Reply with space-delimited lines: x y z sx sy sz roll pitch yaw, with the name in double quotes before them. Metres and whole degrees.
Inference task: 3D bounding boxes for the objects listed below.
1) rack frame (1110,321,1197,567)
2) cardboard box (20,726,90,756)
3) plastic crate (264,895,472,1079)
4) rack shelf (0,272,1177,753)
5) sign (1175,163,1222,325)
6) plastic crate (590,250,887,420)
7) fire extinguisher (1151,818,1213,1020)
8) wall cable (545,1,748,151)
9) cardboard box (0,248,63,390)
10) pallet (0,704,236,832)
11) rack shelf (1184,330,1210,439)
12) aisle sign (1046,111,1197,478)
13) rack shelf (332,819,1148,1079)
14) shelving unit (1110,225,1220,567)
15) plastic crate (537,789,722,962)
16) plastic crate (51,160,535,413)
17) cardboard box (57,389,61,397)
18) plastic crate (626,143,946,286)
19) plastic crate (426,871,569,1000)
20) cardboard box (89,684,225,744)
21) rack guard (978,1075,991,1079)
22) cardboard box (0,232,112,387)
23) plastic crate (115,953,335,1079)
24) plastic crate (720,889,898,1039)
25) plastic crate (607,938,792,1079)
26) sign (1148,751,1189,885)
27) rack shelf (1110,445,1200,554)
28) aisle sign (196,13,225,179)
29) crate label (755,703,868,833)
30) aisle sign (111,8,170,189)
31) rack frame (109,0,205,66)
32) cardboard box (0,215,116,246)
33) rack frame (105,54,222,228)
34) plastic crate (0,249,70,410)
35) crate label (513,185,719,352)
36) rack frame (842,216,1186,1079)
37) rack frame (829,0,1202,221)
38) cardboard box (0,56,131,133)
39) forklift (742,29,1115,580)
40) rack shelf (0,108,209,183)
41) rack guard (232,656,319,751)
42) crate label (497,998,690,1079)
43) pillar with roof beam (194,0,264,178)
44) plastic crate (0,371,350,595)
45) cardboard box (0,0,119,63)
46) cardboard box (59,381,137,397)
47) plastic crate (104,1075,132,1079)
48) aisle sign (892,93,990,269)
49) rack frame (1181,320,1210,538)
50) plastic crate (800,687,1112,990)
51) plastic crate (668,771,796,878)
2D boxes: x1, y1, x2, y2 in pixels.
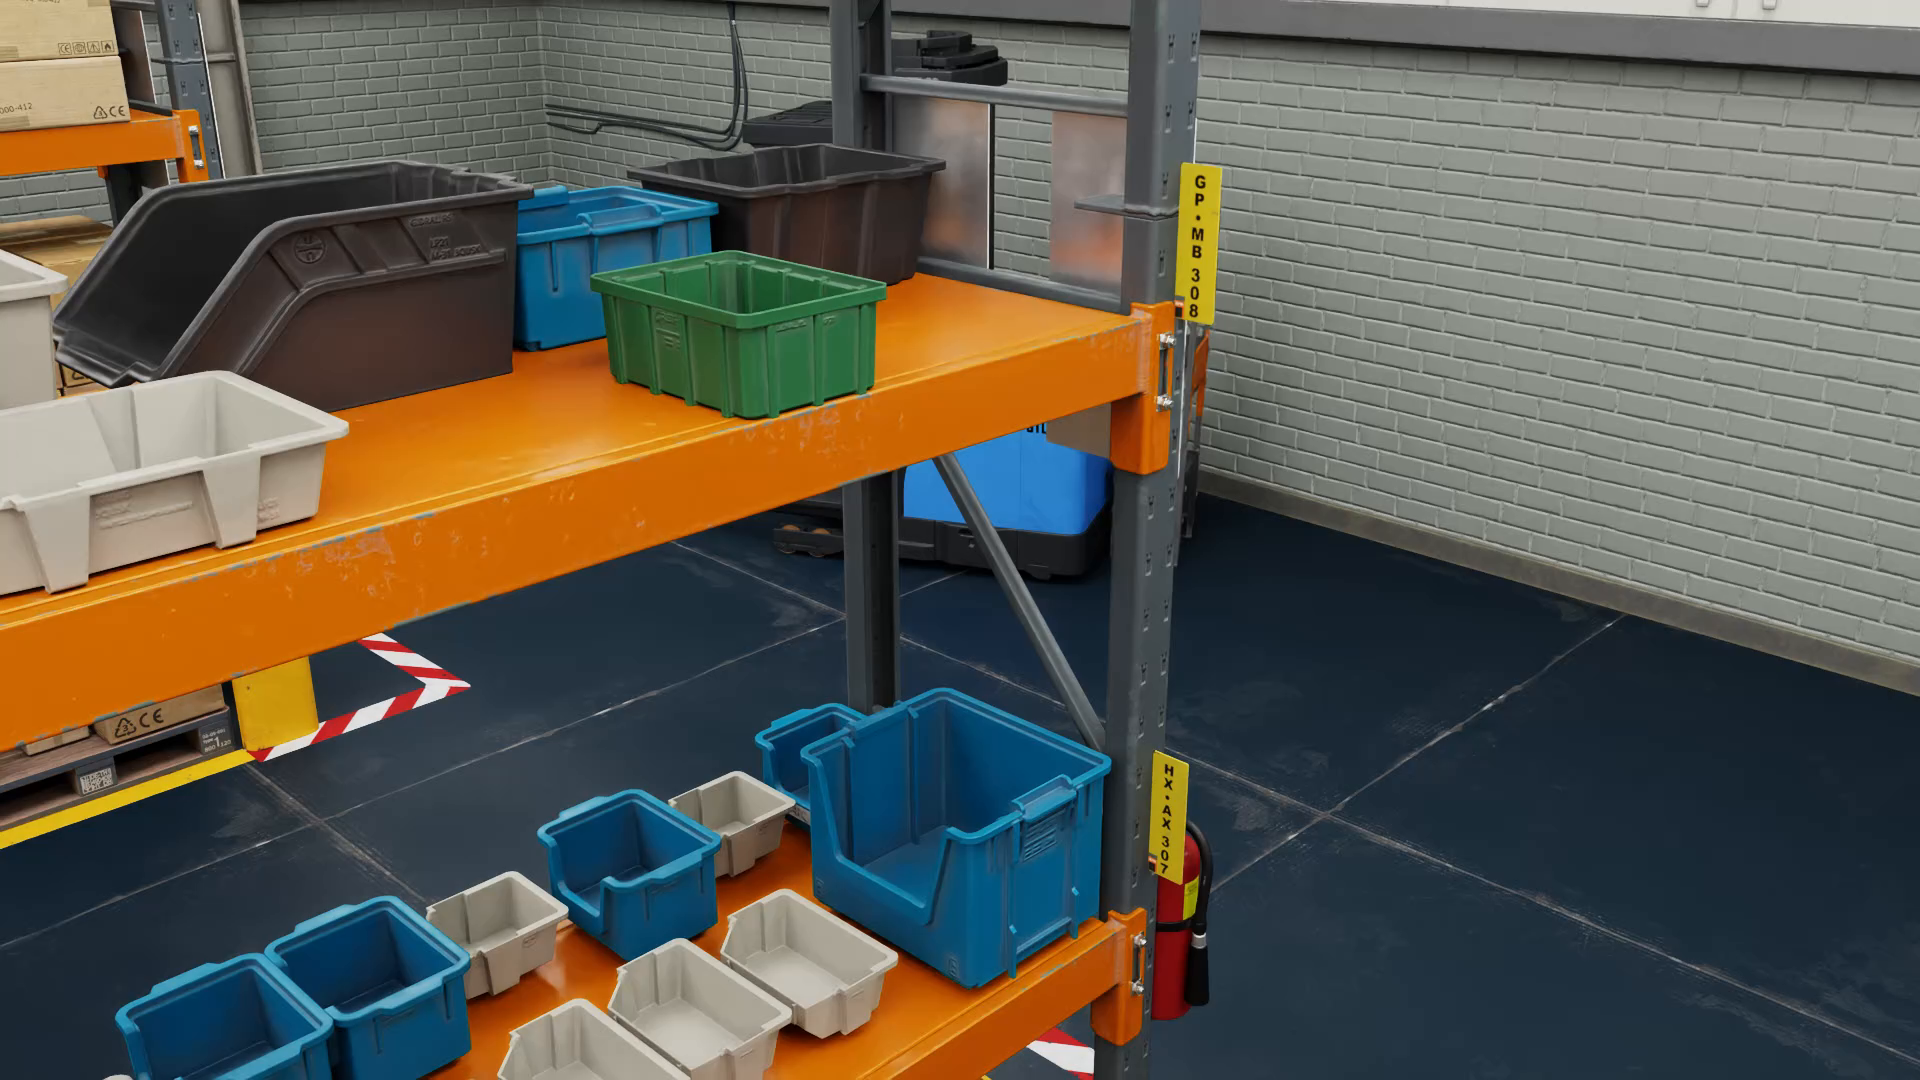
"rack frame" 1.100 -0.847 9.334 0.400 2.100 0.015 8 22 15
"cardboard box" -4.008 0.763 7.246 0.380 0.166 0.250 19 28 41
"plastic crate" -1.238 0.973 3.513 0.416 0.233 0.300 19 28 41
"rack shelf" -1.307 0.053 2.578 1.077 0.370 4.000 19 28 41
"sign" 0.494 -0.615 3.458 0.100 0.325 0.005 19 28 41
"plastic crate" -0.395 -0.373 2.979 0.450 0.188 0.336 19 28 41
"fire extinguisher" 0.519 0.888 4.210 0.296 0.674 0.183 19 28 41
"wall cable" -2.808 -4.592 13.806 3.097 2.526 0.112 19 28 41
"cardboard box" -3.923 -0.838 6.540 0.500 0.500 0.500 -19 28 -41
"pallet" -4.066 0.889 7.468 1.003 0.211 1.213 19 28 41
"rack shelf" 1.172 -0.918 9.557 0.431 0.518 0.480 8 22 15
"aisle sign" 0.349 -0.556 3.716 0.394 0.787 0.004 19 28 41
"rack shelf" -1.307 1.453 3.116 1.077 0.370 4.000 19 28 41
"shelving unit" 1.172 -0.931 9.552 0.431 2.100 0.503 8 22 15
"plastic crate" -0.779 0.804 3.953 0.416 0.233 0.300 19 28 41
"plastic crate" -1.174 -0.444 2.955 0.504 0.338 0.767 19 28 41
"cardboard box" -3.935 -0.367 6.709 0.500 0.500 0.500 20 28 41
"plastic crate" -0.380 -0.707 3.734 0.497 0.269 0.590 19 28 41
"plastic crate" -1.076 0.915 3.796 0.250 0.136 0.298 19 28 41
"cardboard box" -3.661 0.525 7.398 0.500 0.500 0.500 19 28 41
"rack guard" 0.096 1.760 4.798 1.175 0.500 0.348 19 28 41
"cardboard box" -3.571 -0.968 6.878 0.500 0.500 0.500 19 28 40
"plastic crate" -1.448 1.050 3.312 0.416 0.233 0.300 19 28 41
"plastic crate" -0.351 0.953 3.698 0.396 0.136 0.243 19 28 41
"plastic crate" -0.563 1.024 3.513 0.396 0.136 0.243 19 28 41
"sign" 0.494 0.660 3.948 0.100 0.325 0.005 19 28 41
"rack shelf" 1.153 -0.267 9.814 0.431 0.518 0.480 8 22 15
"aisle sign" -3.191 -1.792 6.932 0.394 0.787 0.004 19 28 41
"crate label" -0.320 0.634 4.393 0.416 0.233 0.303 19 28 41
"aisle sign" -3.621 -1.942 7.323 0.394 0.787 0.004 19 28 41
"rack frame" -3.458 -3.438 6.476 1.000 3.000 0.127 19 28 41
"cardboard box" -3.956 -1.103 7.230 0.500 0.500 0.500 -19 28 -40
"rack frame" -3.458 -0.638 7.553 1.000 3.000 0.127 19 28 41
"plastic crate" -1.679 -0.249 2.526 0.437 0.282 0.530 19 28 41
"crate label" -0.787 -0.571 3.406 0.408 0.251 0.502 19 28 41
"rack frame" 0.088 0.603 4.325 1.000 3.000 0.127 19 28 41
"rack frame" 0.088 -2.197 3.248 1.000 3.000 0.127 19 28 41
"cardboard box" -3.627 -1.770 6.526 0.500 0.250 0.500 19 28 41
"forklift" -0.595 -1.438 9.730 3.031 2.935 1.130 7 22 17
"rack shelf" -4.853 -1.188 5.806 1.077 0.370 4.000 19 28 41
"rack guard" -3.511 0.549 7.950 1.175 0.500 0.348 19 28 41
"crate label" -0.740 1.102 3.311 0.396 0.136 0.243 19 28 41
"pillar with roof beam" -2.662 -4.510 9.265 9.100 9.000 0.400 19 28 41
"plastic crate" -1.175 -0.081 2.290 0.437 0.136 0.530 19 28 41
"cardboard box" -3.634 -2.005 6.442 0.500 0.250 0.500 19 28 41
"cardboard box" -3.575 -0.501 7.058 0.500 0.500 0.500 -19 28 -40
"plastic crate" -1.703 1.204 3.046 0.293 0.136 0.466 19 28 41
"aisle sign" -0.074 -0.703 4.100 0.394 0.787 0.004 19 28 41
"rack frame" 1.244 -1.015 9.770 0.400 2.100 0.015 8 22 15
"plastic crate" -0.011 0.691 3.962 0.616 0.435 0.499 19 28 41
"plastic crate" -0.603 0.741 4.250 0.250 0.136 0.298 19 28 41
